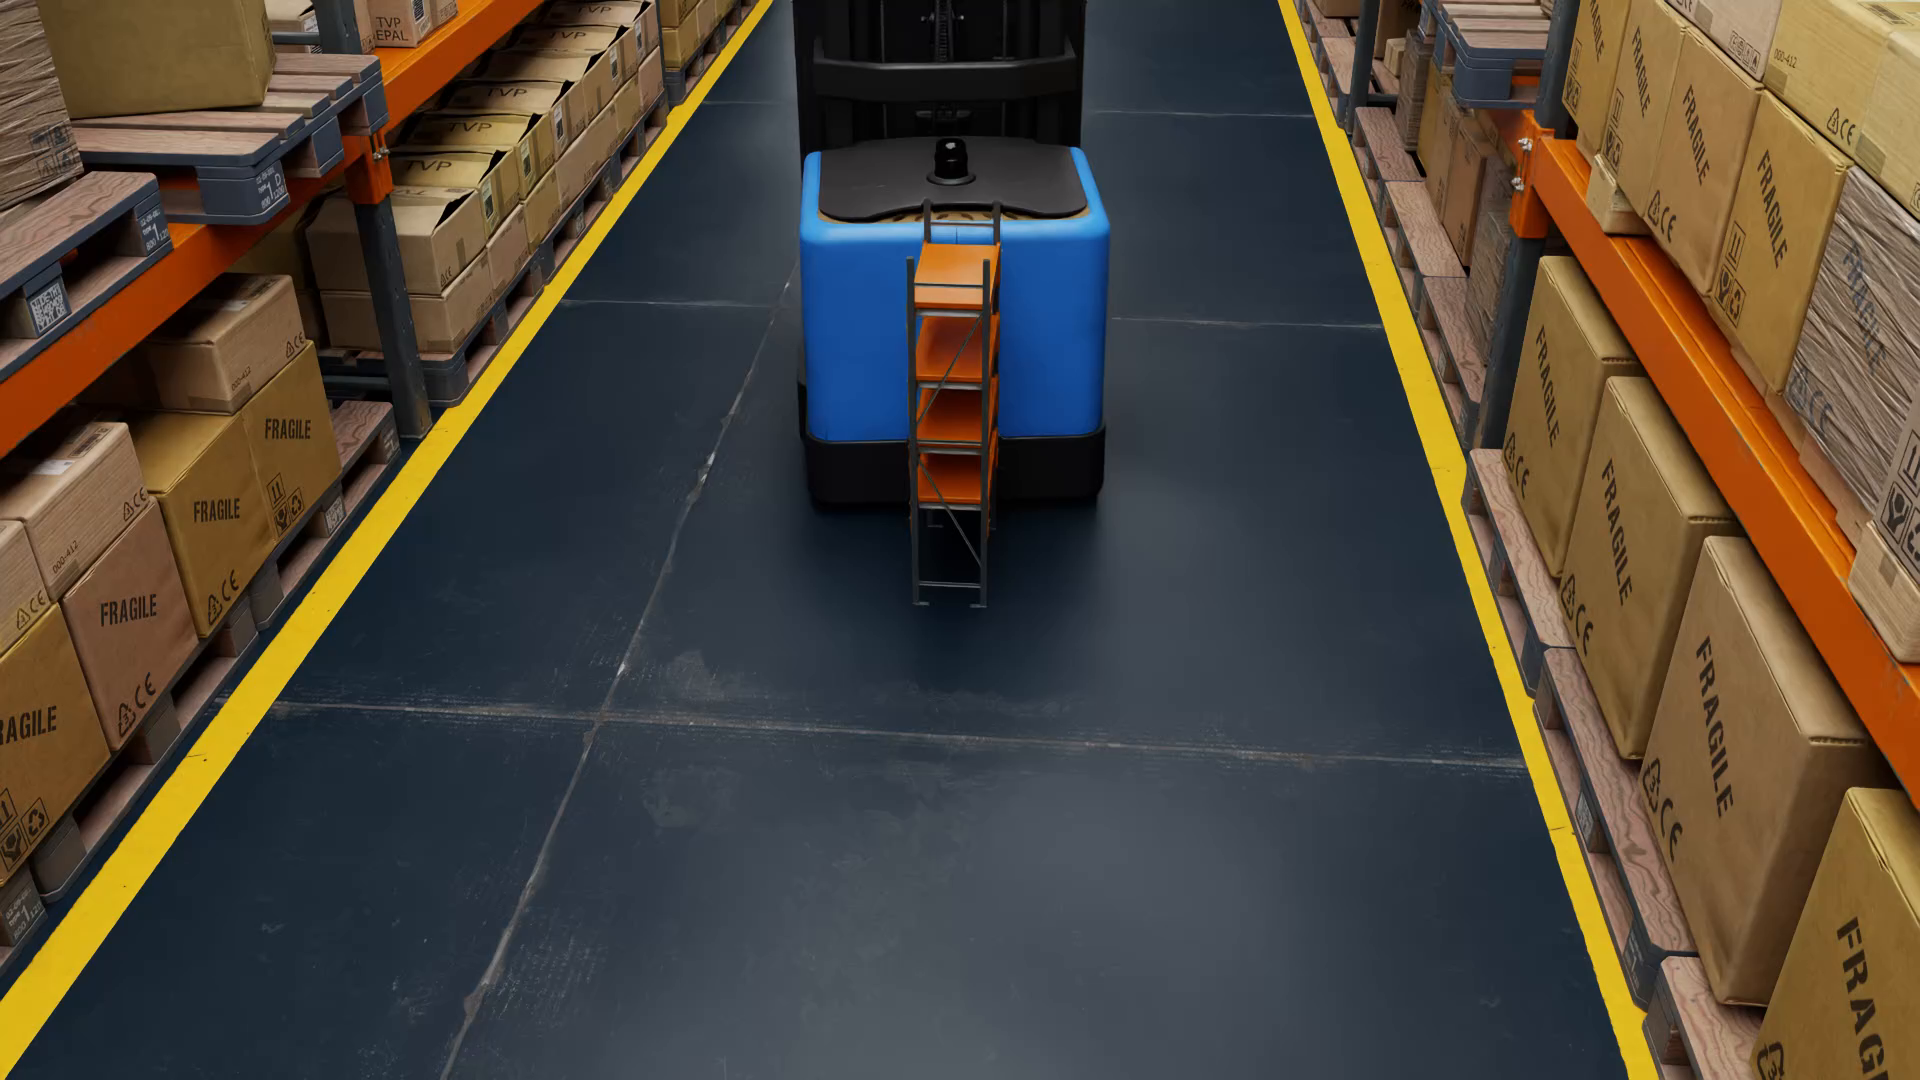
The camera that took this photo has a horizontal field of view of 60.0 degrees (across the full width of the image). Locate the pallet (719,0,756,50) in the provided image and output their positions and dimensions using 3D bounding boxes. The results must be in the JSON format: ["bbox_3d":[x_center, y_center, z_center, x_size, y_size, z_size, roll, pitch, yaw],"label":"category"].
[{"bbox_3d":[-2.021,-3.665,11.496,1.003,0.211,1.213,2,32,4],"label":"pallet"}]

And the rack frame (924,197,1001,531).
[{"bbox_3d":[0.006,-0.552,5.502,0.240,1.200,0.015,2,32,4],"label":"rack frame"}]

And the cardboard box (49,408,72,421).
[{"bbox_3d":[-2.955,-0.068,4.964,0.500,0.500,0.500,2,32,3],"label":"cardboard box"}]

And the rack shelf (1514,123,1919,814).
[{"bbox_3d":[2.225,-0.145,3.812,1.077,0.370,4.000,2,32,4],"label":"rack shelf"}]

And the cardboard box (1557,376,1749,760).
[{"bbox_3d":[2.119,0.076,4.416,0.750,0.750,0.750,2,32,4],"label":"cardboard box"}]

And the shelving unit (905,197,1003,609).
[{"bbox_3d":[-0.013,-0.424,5.295,0.258,1.200,0.503,2,32,4],"label":"shelving unit"}]

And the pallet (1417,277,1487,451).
[{"bbox_3d":[2.452,-0.718,6.715,1.003,0.211,1.213,2,32,4],"label":"pallet"}]

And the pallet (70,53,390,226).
[{"bbox_3d":[-2.535,-1.268,5.131,1.213,0.211,1.003,2,32,4],"label":"pallet"}]

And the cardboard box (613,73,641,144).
[{"bbox_3d":[-2.012,-2.313,8.864,0.500,0.250,0.500,2,32,3],"label":"cardboard box"}]

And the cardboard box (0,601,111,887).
[{"bbox_3d":[-2.513,0.479,4.077,0.500,0.500,0.500,3,32,5],"label":"cardboard box"}]

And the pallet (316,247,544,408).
[{"bbox_3d":[-2.444,-0.948,7.088,1.003,0.211,1.213,2,32,4],"label":"pallet"}]

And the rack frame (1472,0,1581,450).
[{"bbox_3d":[2.387,-1.497,5.320,1.000,3.000,0.127,2,32,4],"label":"rack frame"}]

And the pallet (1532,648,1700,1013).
[{"bbox_3d":[2.146,0.735,4.356,1.003,0.211,1.213,2,32,4],"label":"pallet"}]

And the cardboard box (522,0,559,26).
[{"bbox_3d":[-2.506,-2.840,9.185,0.500,0.311,0.500,3,32,4],"label":"cardboard box"}]

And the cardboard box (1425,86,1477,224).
[{"bbox_3d":[2.596,-1.789,7.757,0.700,0.500,0.500,3,32,5],"label":"cardboard box"}]

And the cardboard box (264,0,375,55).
[{"bbox_3d":[-2.477,-1.857,5.989,0.500,0.311,0.500,4,32,7],"label":"cardboard box"}]

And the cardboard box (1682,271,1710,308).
[{"bbox_3d":[2.084,-0.697,4.242,0.380,0.149,0.250,3,32,5],"label":"cardboard box"}]

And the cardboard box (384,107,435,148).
[{"bbox_3d":[-2.673,-1.774,7.455,0.500,0.311,0.500,2,32,4],"label":"cardboard box"}]

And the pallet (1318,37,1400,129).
[{"bbox_3d":[2.732,-2.754,10.018,1.003,0.211,1.213,2,32,4],"label":"pallet"}]

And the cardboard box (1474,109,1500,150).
[{"bbox_3d":[2.540,-1.883,7.194,0.500,0.250,0.500,2,32,4],"label":"cardboard box"}]

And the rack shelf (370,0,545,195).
[{"bbox_3d":[-2.387,-2.446,7.546,1.077,0.370,4.000,2,32,4],"label":"rack shelf"}]

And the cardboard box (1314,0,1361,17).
[{"bbox_3d":[2.737,-3.766,10.965,0.700,0.500,0.500,1,32,1],"label":"cardboard box"}]

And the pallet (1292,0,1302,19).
[{"bbox_3d":[2.931,-4.030,12.088,1.003,0.211,1.213,2,32,4],"label":"pallet"}]

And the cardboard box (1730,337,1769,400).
[{"bbox_3d":[2.016,-0.434,3.815,0.380,0.149,0.250,3,32,4],"label":"cardboard box"}]

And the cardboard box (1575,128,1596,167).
[{"bbox_3d":[2.130,-1.236,5.117,0.380,0.149,0.250,2,32,3],"label":"cardboard box"}]

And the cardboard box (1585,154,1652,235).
[{"bbox_3d":[1.995,-0.970,4.685,0.380,0.149,0.250,3,32,5],"label":"cardboard box"}]

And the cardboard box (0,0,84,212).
[{"bbox_3d":[-2.754,-1.124,4.219,0.700,0.500,0.500,8,33,13],"label":"cardboard box"}]

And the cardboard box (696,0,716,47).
[{"bbox_3d":[-1.839,-3.297,10.462,0.500,0.250,0.500,2,32,4],"label":"cardboard box"}]

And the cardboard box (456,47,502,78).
[{"bbox_3d":[-2.593,-2.308,8.321,0.500,0.311,0.500,1,32,2],"label":"cardboard box"}]

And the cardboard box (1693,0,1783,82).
[{"bbox_3d":[2.014,-1.225,3.766,0.500,0.250,0.500,3,32,4],"label":"cardboard box"}]

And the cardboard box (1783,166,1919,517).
[{"bbox_3d":[1.929,-0.365,3.085,0.500,0.500,0.500,3,32,4],"label":"cardboard box"}]

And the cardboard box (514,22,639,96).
[{"bbox_3d":[-2.008,-2.549,8.713,0.500,0.311,0.500,3,32,5],"label":"cardboard box"}]

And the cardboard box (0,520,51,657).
[{"bbox_3d":[-2.512,0.177,3.852,0.500,0.250,0.500,3,32,4],"label":"cardboard box"}]

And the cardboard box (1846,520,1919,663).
[{"bbox_3d":[1.833,0.097,2.954,0.380,0.149,0.250,2,32,4],"label":"cardboard box"}]

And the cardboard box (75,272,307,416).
[{"bbox_3d":[-2.393,-0.620,5.146,0.500,0.250,0.500,4,32,6],"label":"cardboard box"}]

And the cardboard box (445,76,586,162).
[{"bbox_3d":[-2.095,-2.025,7.864,0.500,0.311,0.500,2,32,3],"label":"cardboard box"}]

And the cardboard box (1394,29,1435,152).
[{"bbox_3d":[2.670,-2.326,8.629,0.700,0.500,0.500,3,32,6],"label":"cardboard box"}]

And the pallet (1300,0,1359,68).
[{"bbox_3d":[2.829,-3.394,11.056,1.003,0.211,1.213,2,32,4],"label":"pallet"}]

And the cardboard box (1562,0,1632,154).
[{"bbox_3d":[2.093,-1.432,4.816,0.500,0.500,0.500,3,32,5],"label":"cardboard box"}]

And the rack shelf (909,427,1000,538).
[{"bbox_3d":[-0.013,-0.198,5.434,0.258,0.148,0.480,2,32,4],"label":"rack shelf"}]

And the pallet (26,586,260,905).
[{"bbox_3d":[-2.751,0.505,4.729,1.003,0.211,1.213,2,32,4],"label":"pallet"}]

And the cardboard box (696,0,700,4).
[{"bbox_3d":[-1.842,-3.617,10.265,0.500,0.500,0.500,2,32,4],"label":"cardboard box"}]

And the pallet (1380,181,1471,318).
[{"bbox_3d":[2.554,-1.355,7.747,1.003,0.211,1.213,2,32,4],"label":"pallet"}]

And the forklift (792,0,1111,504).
[{"bbox_3d":[-0.091,-2.119,6.394,1.130,2.935,3.031,-2,32,-3],"label":"forklift"}]

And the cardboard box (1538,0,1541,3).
[{"bbox_3d":[2.434,-2.266,6.054,0.700,0.500,0.500,0,32,-1],"label":"cardboard box"}]

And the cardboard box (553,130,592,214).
[{"bbox_3d":[-2.096,-1.779,7.999,0.500,0.250,0.500,3,32,5],"label":"cardboard box"}]

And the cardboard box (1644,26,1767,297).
[{"bbox_3d":[1.999,-0.899,3.951,0.500,0.500,0.500,2,32,4],"label":"cardboard box"}]

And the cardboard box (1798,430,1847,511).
[{"bbox_3d":[1.954,-0.158,3.368,0.380,0.149,0.250,2,32,3],"label":"cardboard box"}]

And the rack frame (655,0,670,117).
[{"bbox_3d":[-2.225,-3.798,9.054,1.000,3.000,0.127,2,32,4],"label":"rack frame"}]

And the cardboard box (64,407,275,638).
[{"bbox_3d":[-2.435,-0.060,4.952,0.500,0.500,0.500,1,32,2],"label":"cardboard box"}]

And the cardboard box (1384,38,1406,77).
[{"bbox_3d":[2.727,-2.851,9.798,0.380,0.166,0.250,-2,32,-2],"label":"cardboard box"}]

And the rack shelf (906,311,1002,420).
[{"bbox_3d":[-0.013,-0.557,5.213,0.258,0.148,0.480,2,32,4],"label":"rack shelf"}]

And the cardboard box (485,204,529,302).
[{"bbox_3d":[-2.175,-1.239,7.122,0.500,0.250,0.500,2,32,3],"label":"cardboard box"}]

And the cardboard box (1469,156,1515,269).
[{"bbox_3d":[2.552,-1.263,6.904,0.700,0.500,0.500,2,32,4],"label":"cardboard box"}]

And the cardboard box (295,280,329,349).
[{"bbox_3d":[-2.750,-1.000,6.735,0.500,0.250,0.500,3,32,5],"label":"cardboard box"}]

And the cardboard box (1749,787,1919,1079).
[{"bbox_3d":[1.985,0.986,2.940,0.750,0.750,0.750,3,32,5],"label":"cardboard box"}]

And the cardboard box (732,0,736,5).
[{"bbox_3d":[-1.758,-3.820,11.310,0.500,0.250,0.500,2,32,4],"label":"cardboard box"}]

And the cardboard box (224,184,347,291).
[{"bbox_3d":[-2.753,-1.238,6.586,0.500,0.311,0.500,3,32,5],"label":"cardboard box"}]

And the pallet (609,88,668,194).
[{"bbox_3d":[-2.246,-2.224,9.158,1.003,0.211,1.213,2,32,4],"label":"pallet"}]

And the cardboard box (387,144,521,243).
[{"bbox_3d":[-2.180,-1.490,6.995,0.500,0.311,0.500,2,32,3],"label":"cardboard box"}]
